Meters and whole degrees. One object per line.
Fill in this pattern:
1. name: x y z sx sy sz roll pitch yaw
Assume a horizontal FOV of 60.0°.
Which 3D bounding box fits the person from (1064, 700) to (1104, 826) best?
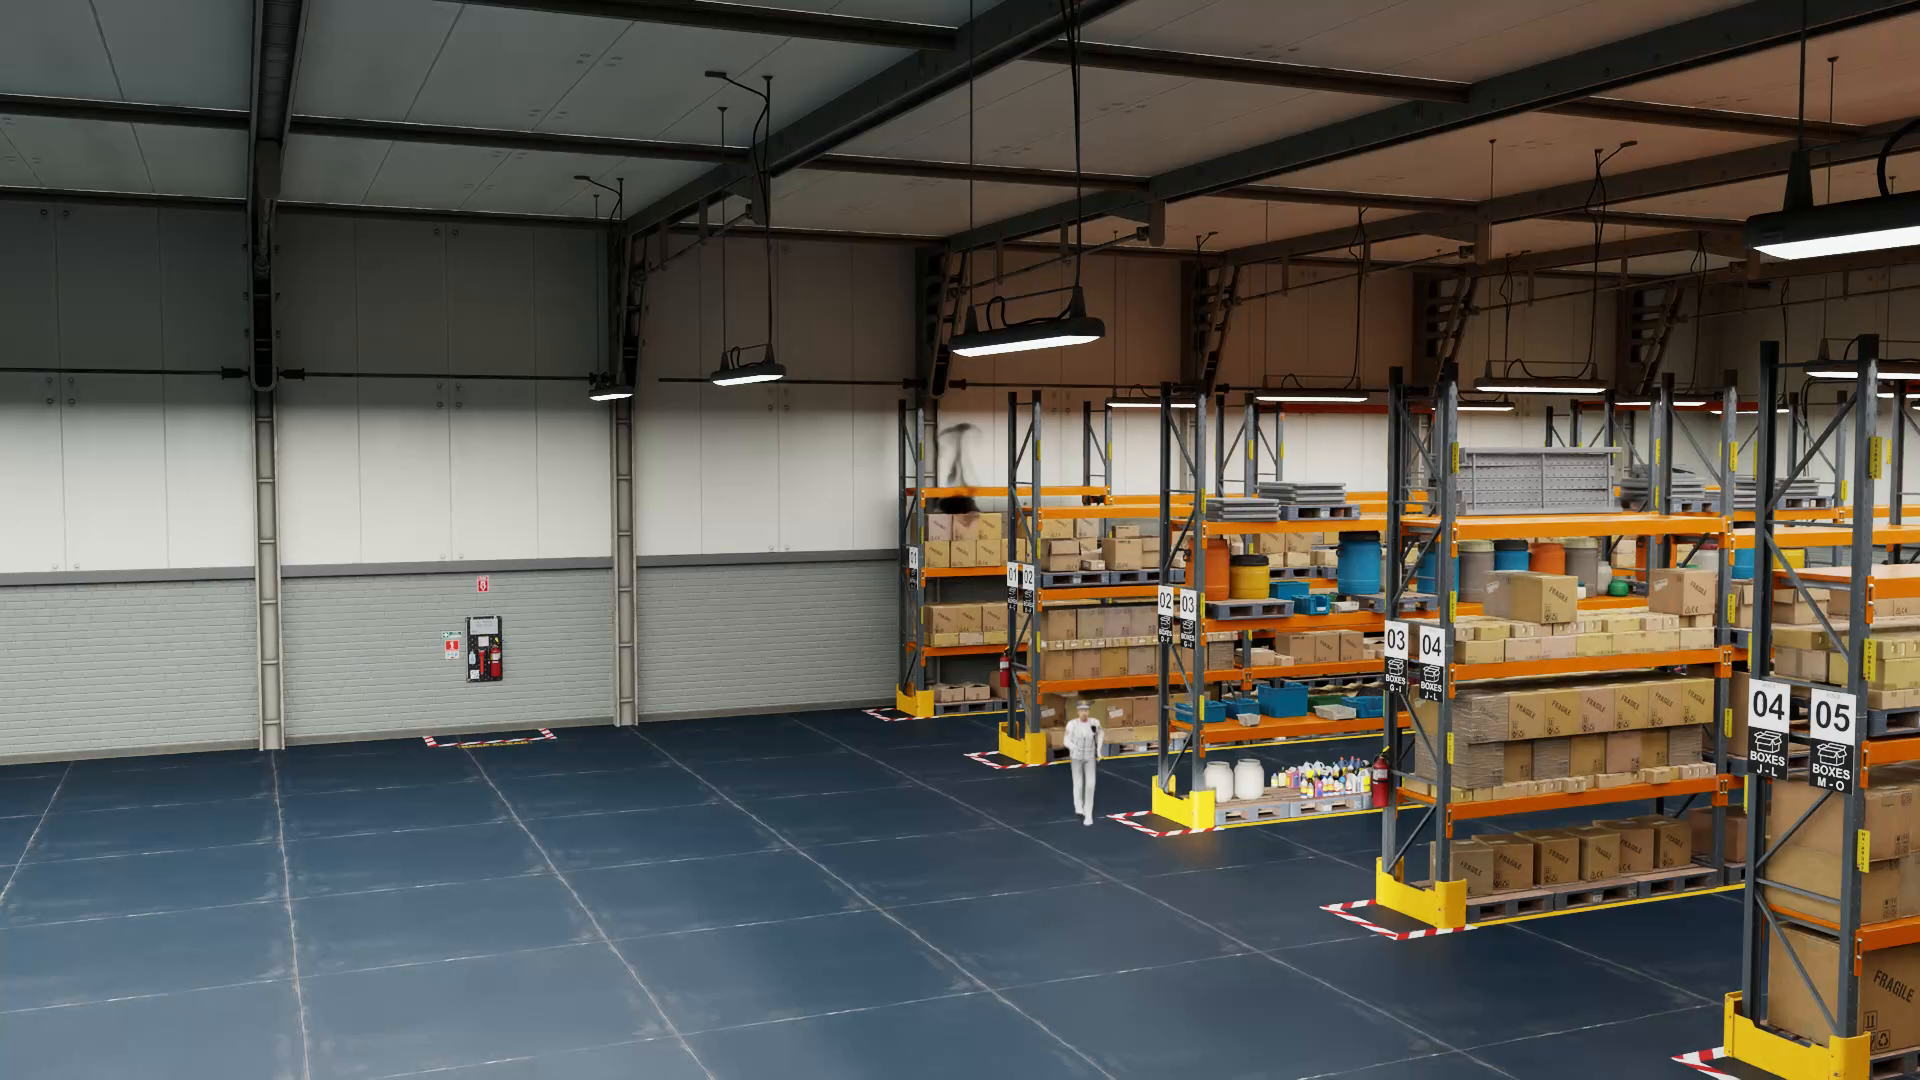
1. person: 1.686 3.022 22.670 0.546 1.718 0.829 0 3 4
